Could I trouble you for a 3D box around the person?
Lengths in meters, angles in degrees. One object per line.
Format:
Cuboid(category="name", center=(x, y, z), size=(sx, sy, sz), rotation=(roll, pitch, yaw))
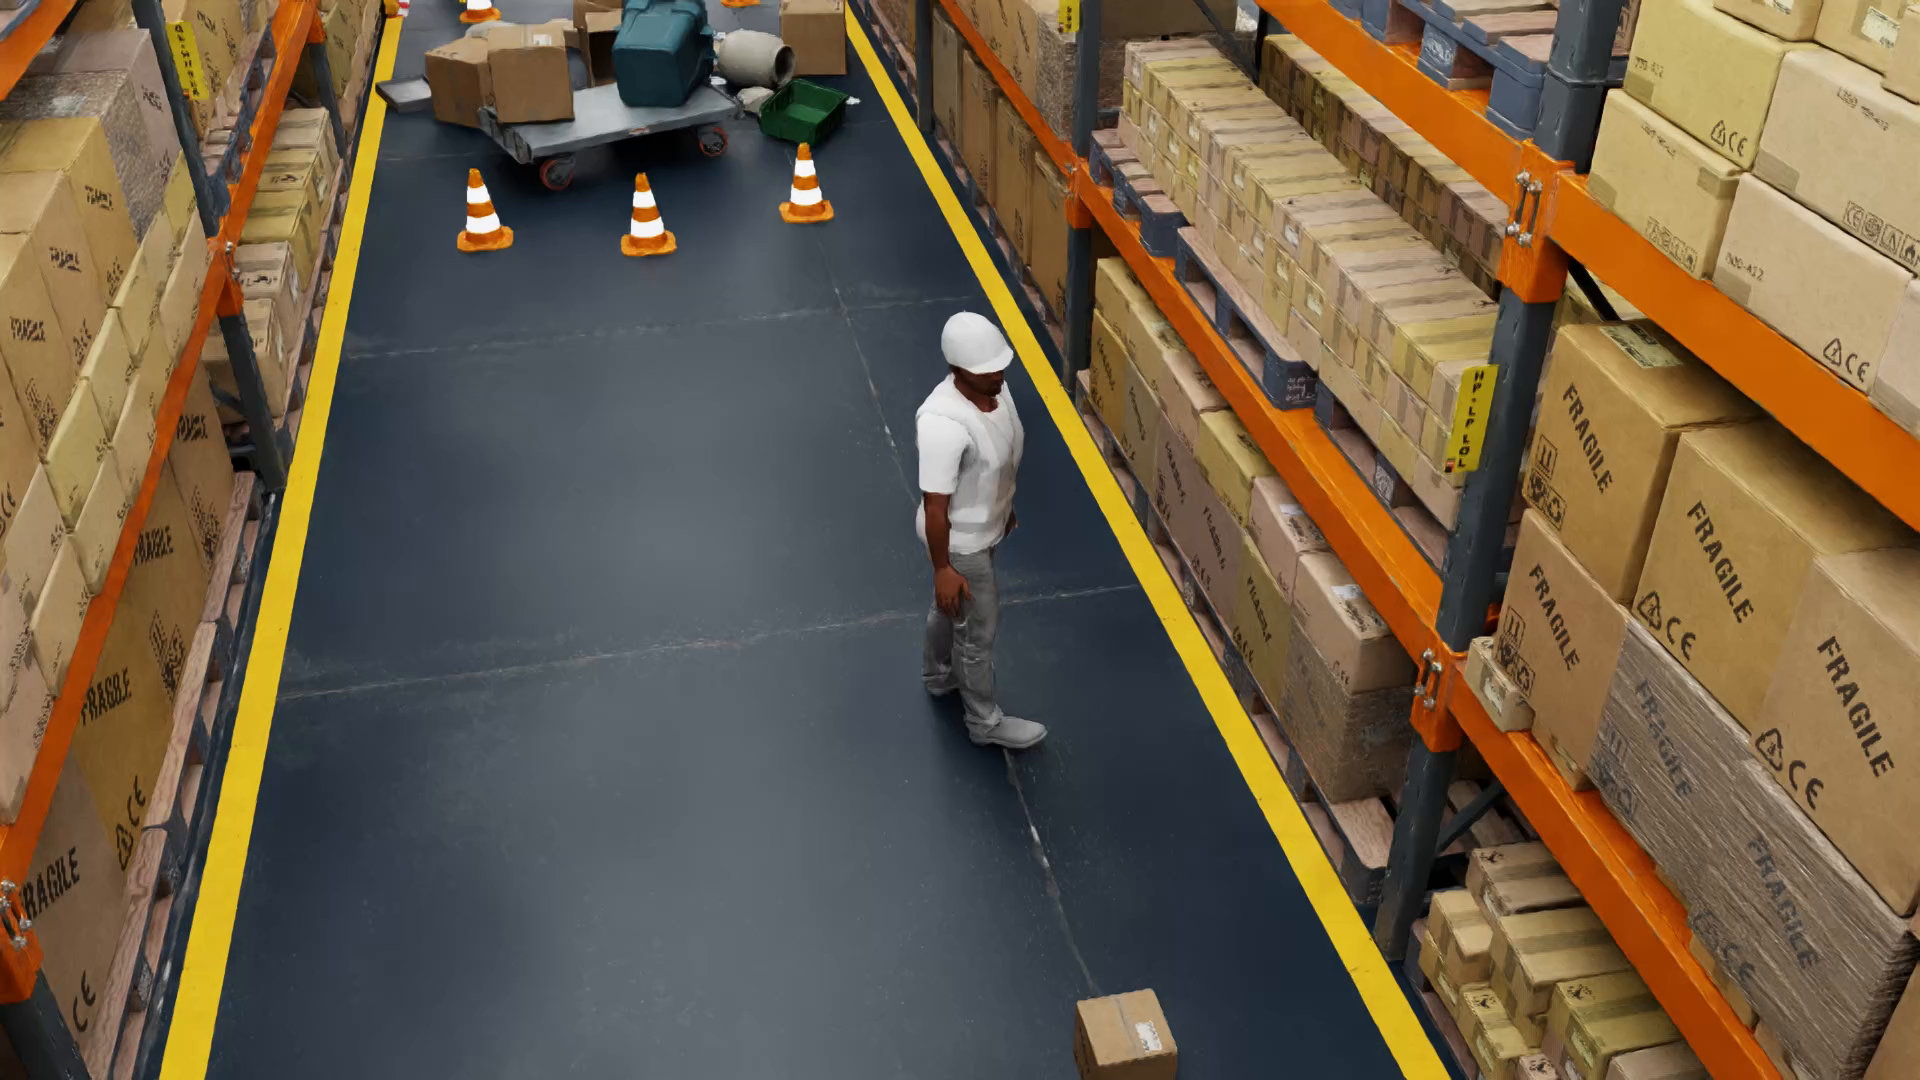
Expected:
Cuboid(category="person", center=(0.087, -0.021, 6.108), size=(0.571, 1.763, 0.675), rotation=(10, 35, 14))
